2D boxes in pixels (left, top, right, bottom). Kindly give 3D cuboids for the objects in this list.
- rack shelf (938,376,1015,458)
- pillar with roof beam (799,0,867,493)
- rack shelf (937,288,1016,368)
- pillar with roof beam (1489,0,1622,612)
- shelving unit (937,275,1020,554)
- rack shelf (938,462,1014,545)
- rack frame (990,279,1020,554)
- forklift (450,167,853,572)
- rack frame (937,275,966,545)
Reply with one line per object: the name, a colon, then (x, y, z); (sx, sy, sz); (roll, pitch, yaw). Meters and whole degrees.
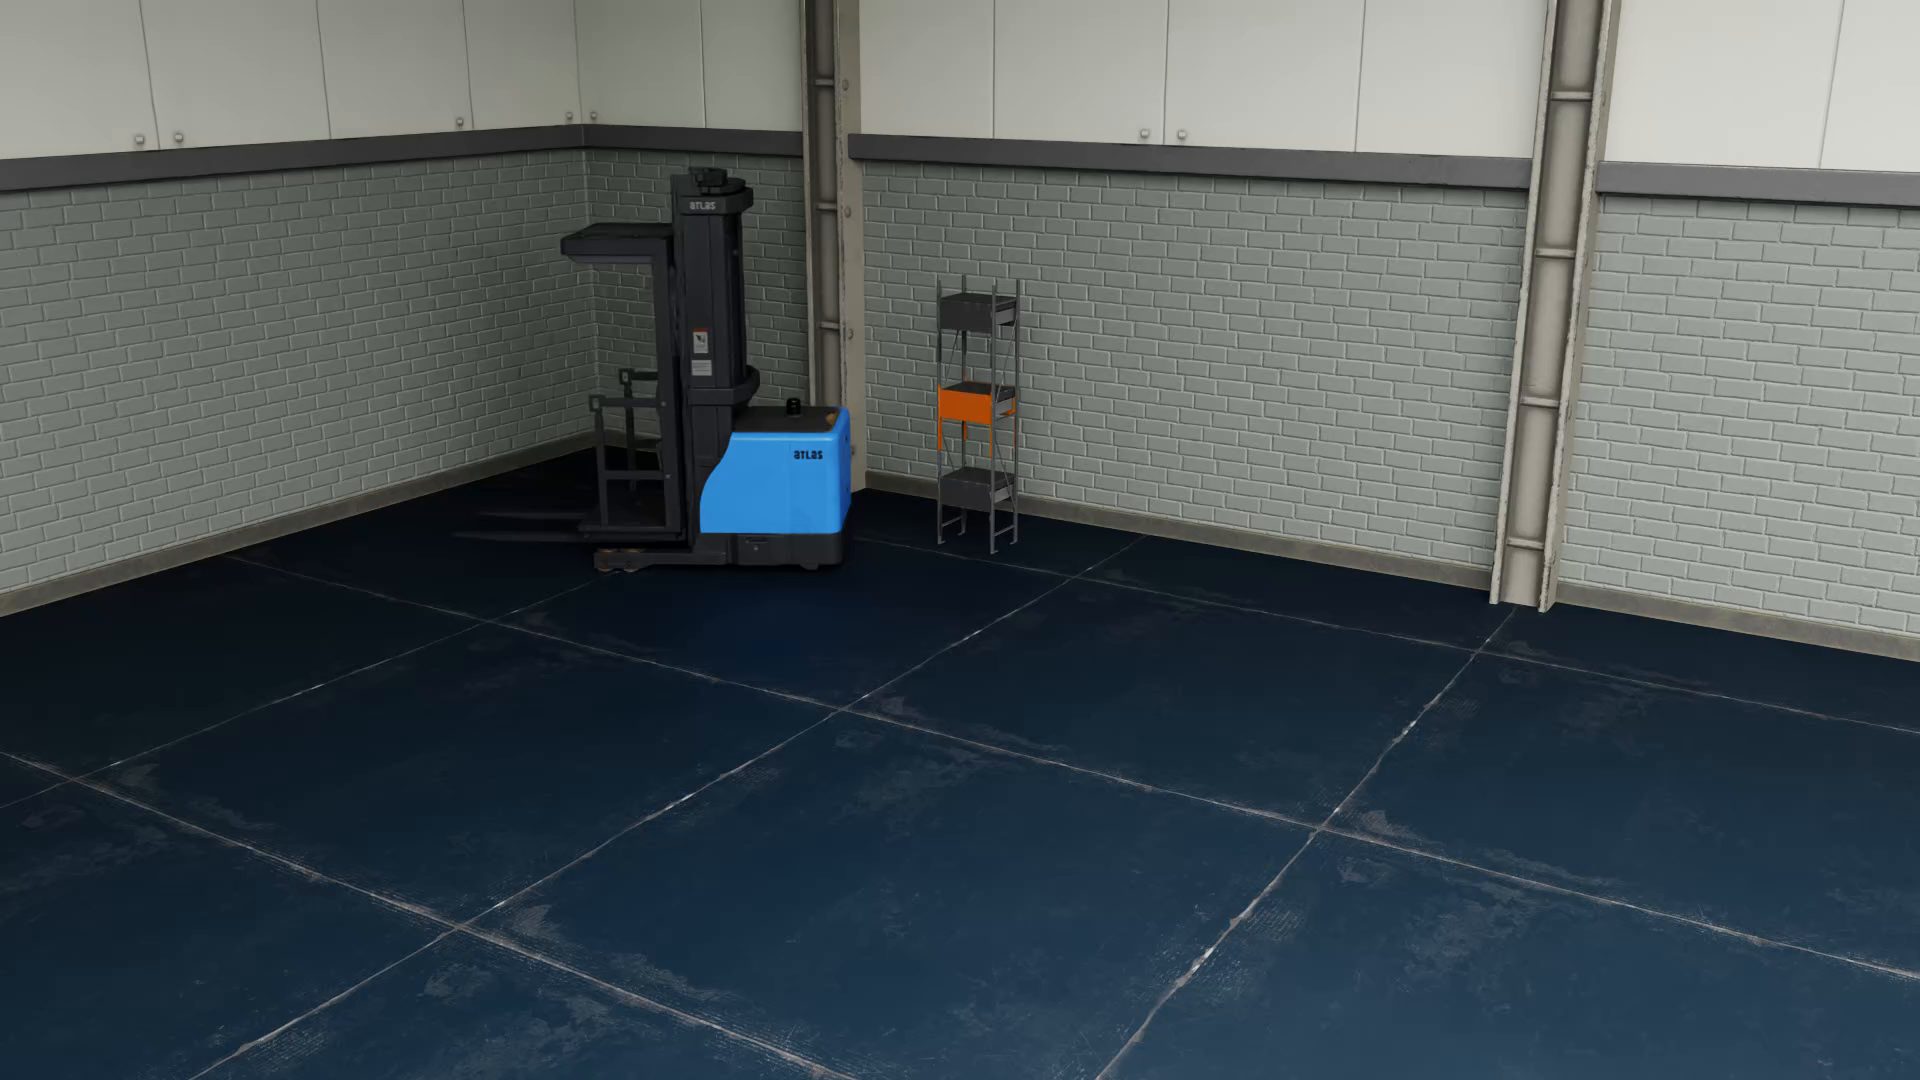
rack shelf: (0.141, -0.966, 12.997); (0.480, 0.518, 0.431); (10, 20, 30)
pillar with roof beam: (-3.333, -3.710, 10.112); (0.400, 9.000, 9.100); (10, 20, 30)
rack shelf: (0.141, -1.636, 12.794); (0.480, 0.518, 0.431); (10, 20, 30)
pillar with roof beam: (1.780, -2.797, 7.107); (0.400, 9.000, 9.100); (10, 20, 30)
shelving unit: (0.141, -0.979, 12.993); (0.503, 2.100, 0.431); (10, 20, 30)
rack shelf: (0.141, -0.297, 13.201); (0.480, 0.518, 0.431); (10, 20, 30)
rack frame: (0.349, -0.942, 12.871); (0.015, 2.100, 0.400); (10, 20, 30)
forklift: (-2.388, -1.311, 12.656); (3.031, 2.935, 1.130); (0, 17, 2)
rack frame: (-0.067, -1.017, 13.115); (0.015, 2.100, 0.400); (10, 20, 30)
